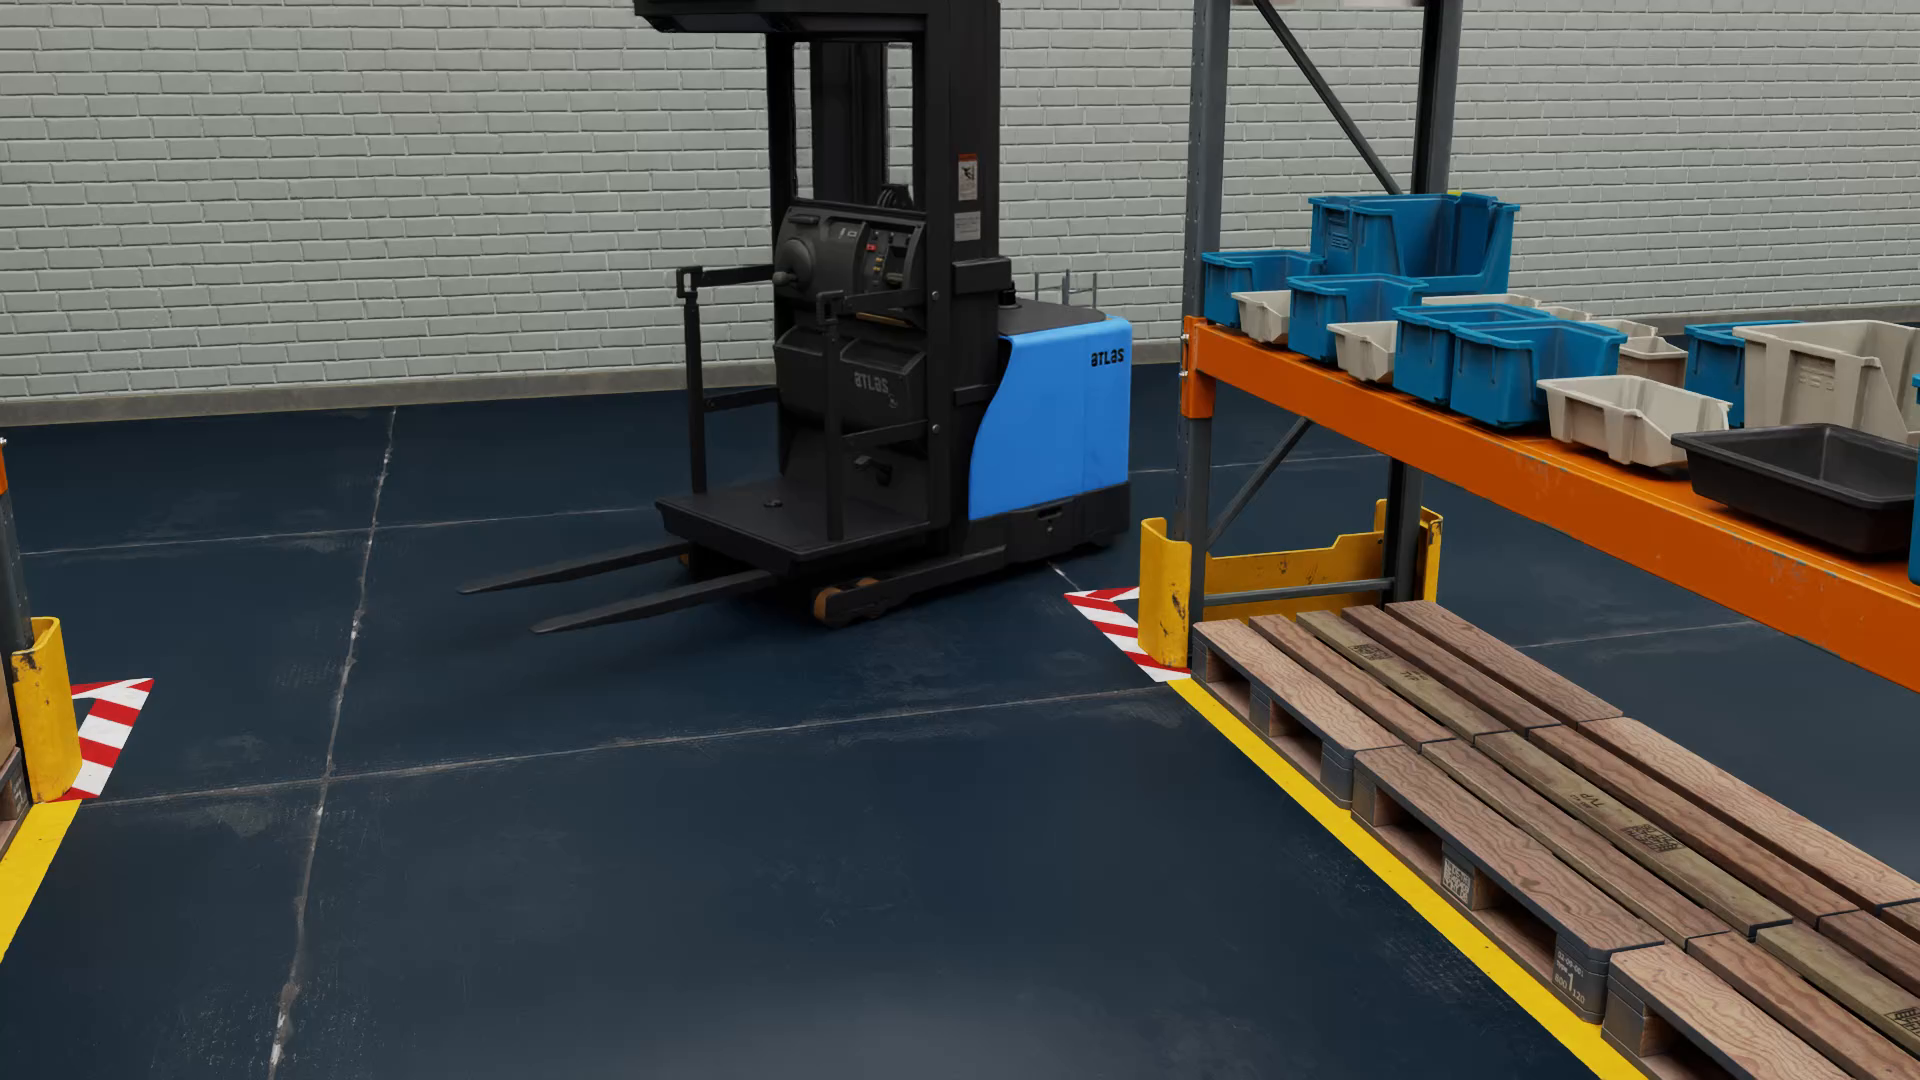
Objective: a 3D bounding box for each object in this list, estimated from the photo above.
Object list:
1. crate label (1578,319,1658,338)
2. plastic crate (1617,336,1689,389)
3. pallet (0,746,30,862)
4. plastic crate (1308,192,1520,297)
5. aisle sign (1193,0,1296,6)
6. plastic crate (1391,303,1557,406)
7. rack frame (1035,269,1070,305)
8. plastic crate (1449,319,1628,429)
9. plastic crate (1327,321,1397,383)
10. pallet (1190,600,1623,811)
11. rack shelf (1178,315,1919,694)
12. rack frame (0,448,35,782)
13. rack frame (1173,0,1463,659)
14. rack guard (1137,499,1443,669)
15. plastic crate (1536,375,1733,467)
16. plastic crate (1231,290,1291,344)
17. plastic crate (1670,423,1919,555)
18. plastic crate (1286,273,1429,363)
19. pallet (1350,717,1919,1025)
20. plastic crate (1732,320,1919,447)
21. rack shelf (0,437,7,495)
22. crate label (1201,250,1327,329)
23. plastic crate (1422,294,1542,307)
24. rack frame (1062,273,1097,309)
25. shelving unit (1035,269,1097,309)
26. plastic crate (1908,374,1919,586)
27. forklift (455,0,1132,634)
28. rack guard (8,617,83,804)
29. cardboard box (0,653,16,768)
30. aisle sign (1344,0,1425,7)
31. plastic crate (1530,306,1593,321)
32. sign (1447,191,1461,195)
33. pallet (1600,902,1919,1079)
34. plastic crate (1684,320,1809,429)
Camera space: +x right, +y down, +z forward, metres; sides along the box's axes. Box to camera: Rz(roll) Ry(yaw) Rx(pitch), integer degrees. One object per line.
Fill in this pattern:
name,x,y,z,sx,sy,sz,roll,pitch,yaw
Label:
crate label,1.879,-0.566,4.976,0.396,0.136,0.243,-5,17,-15
plastic crate,1.978,-0.486,4.708,0.298,0.136,0.250,-5,17,-15
pallet,-3.208,0.937,4.468,1.003,0.211,1.213,-5,17,-15
plastic crate,1.587,-0.999,5.898,0.616,0.435,0.499,-5,17,-15
aisle sign,1.010,-2.273,5.785,0.394,0.787,0.004,-5,17,-15
plastic crate,1.428,-0.521,4.660,0.416,0.233,0.300,-5,17,-15
rack frame,0.456,-0.749,8.360,0.240,1.200,0.006,-15,22,-41
plastic crate,1.511,-0.438,4.383,0.416,0.233,0.300,-5,17,-15
plastic crate,1.262,-0.556,4.944,0.250,0.136,0.298,-5,17,-15
pallet,1.505,0.536,5.802,1.003,0.211,1.213,-5,17,-15
rack shelf,1.865,-0.133,4.433,1.077,0.370,4.000,-5,17,-15
rack frame,-3.448,-0.641,4.871,1.000,3.000,0.127,-5,17,-15
rack frame,1.315,-1.031,6.171,1.000,3.000,0.127,-5,17,-15
rack guard,1.296,0.160,6.549,1.175,0.500,0.348,-5,17,-15
plastic crate,1.647,-0.285,4.041,0.293,0.136,0.466,-5,17,-15
plastic crate,1.075,-0.744,5.569,0.250,0.136,0.298,-5,17,-15
plastic crate,1.849,-0.110,3.478,0.437,0.125,0.590,-5,17,-15
plastic crate,1.247,-0.703,5.266,0.416,0.233,0.300,-5,17,-15
pallet,1.836,0.872,4.681,1.003,0.211,1.213,-5,17,-15
plastic crate,2.172,-0.334,3.950,0.437,0.282,0.530,-5,17,-15
rack shelf,-2.899,0.257,3.132,1.077,0.370,4.000,-5,17,-15
crate label,1.067,-0.885,5.872,0.416,0.233,0.303,-5,17,-15
plastic crate,1.713,-0.722,5.497,0.396,0.136,0.243,-5,17,-15
rack frame,0.581,-0.711,8.232,0.240,1.200,0.006,-15,22,-41
shelving unit,0.519,-0.730,8.296,0.258,1.200,0.189,-15,22,-41
plastic crate,1.958,-0.048,2.821,0.392,0.384,0.575,-5,17,-15
forklift,-0.632,-1.213,6.895,3.031,2.935,1.130,-14,22,-40
rack guard,-3.428,0.578,5.160,1.175,0.500,0.348,-5,17,-15
cardboard box,-3.062,0.477,4.731,0.500,0.500,0.500,-5,17,-15
aisle sign,1.577,-2.319,5.940,0.394,0.787,0.004,-5,17,-15
plastic crate,1.779,-0.641,5.226,0.396,0.136,0.243,-5,17,-15
sign,1.840,-1.157,6.307,0.100,0.325,0.005,-5,17,-15
pallet,2.175,1.210,3.555,1.003,0.211,1.213,-5,17,-15
plastic crate,2.126,-0.432,4.363,0.416,0.233,0.300,-5,17,-15
